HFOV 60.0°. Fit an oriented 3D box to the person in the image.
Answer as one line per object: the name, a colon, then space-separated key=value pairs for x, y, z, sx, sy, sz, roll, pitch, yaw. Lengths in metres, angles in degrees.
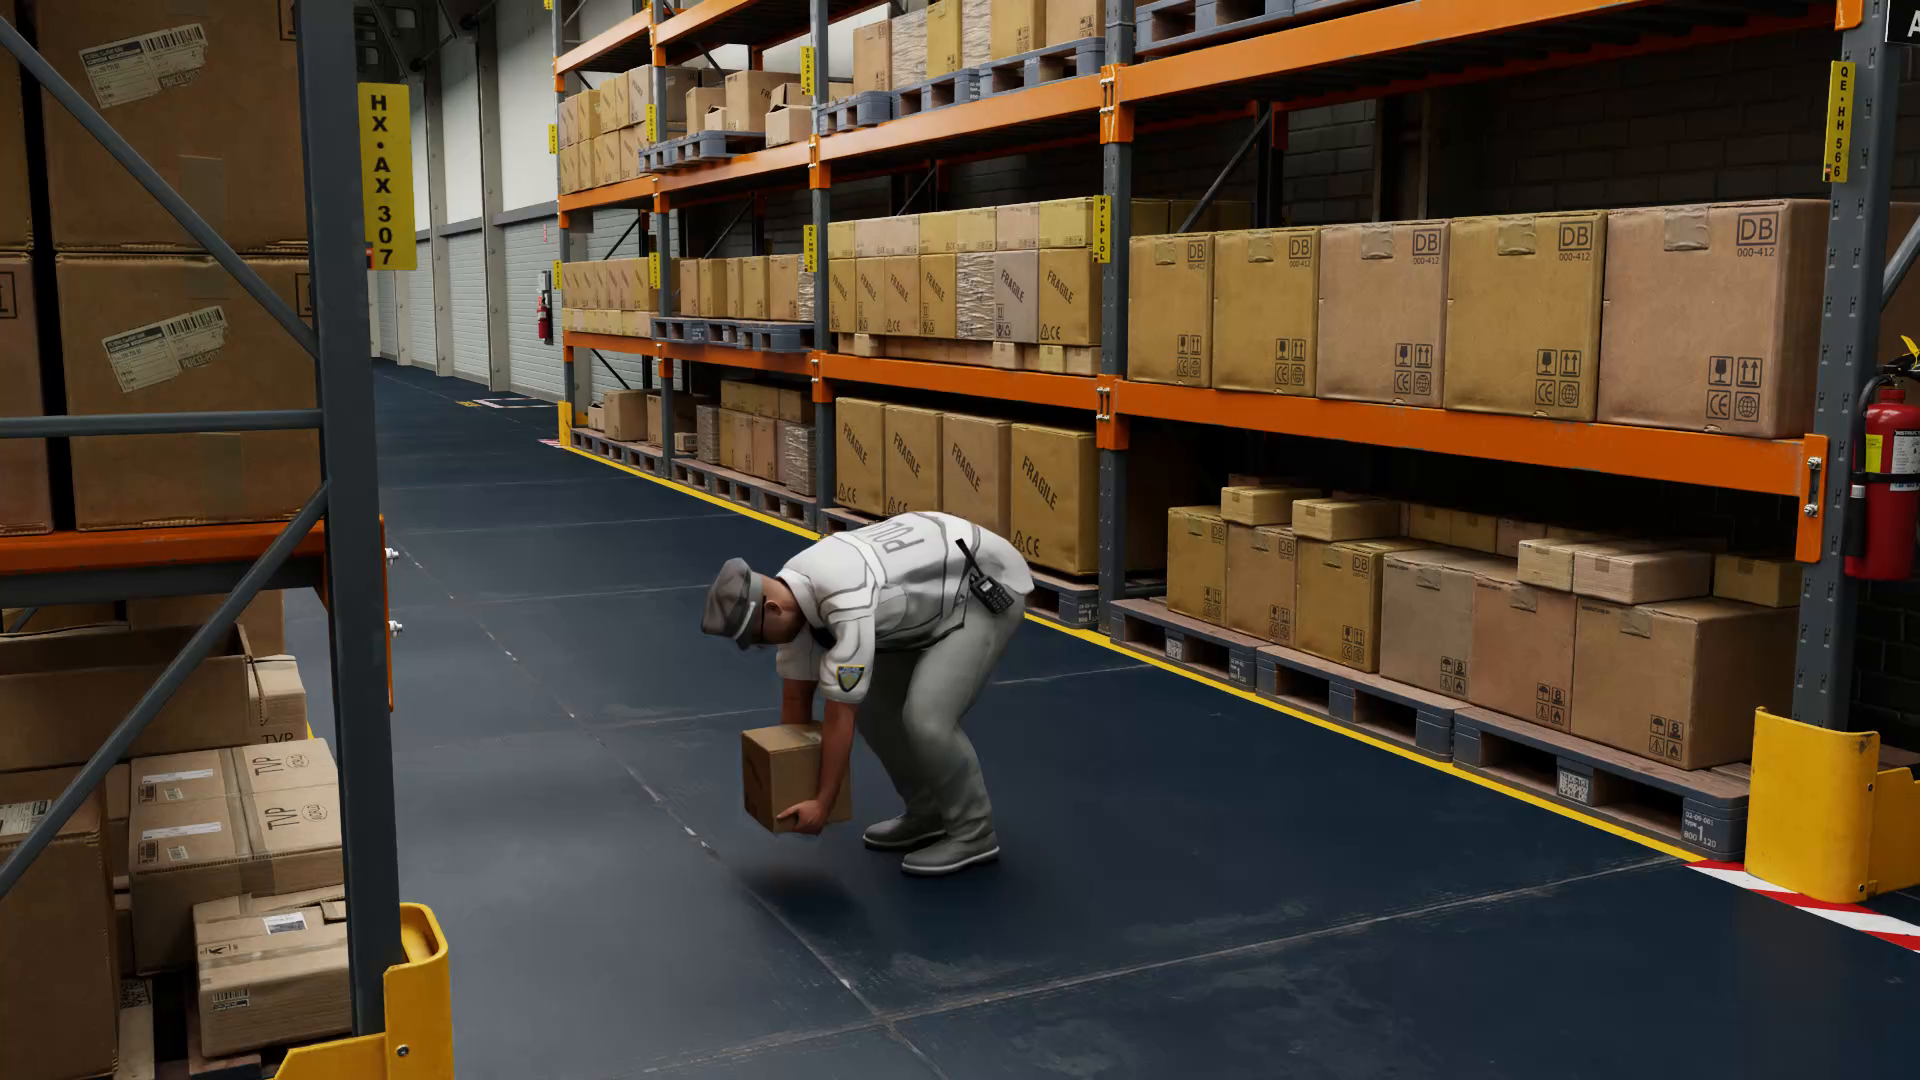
person: x=-0.278 y=0.465 z=5.016 sx=1.042 sy=1.069 sz=0.515 roll=-5 pitch=10 yaw=-28
